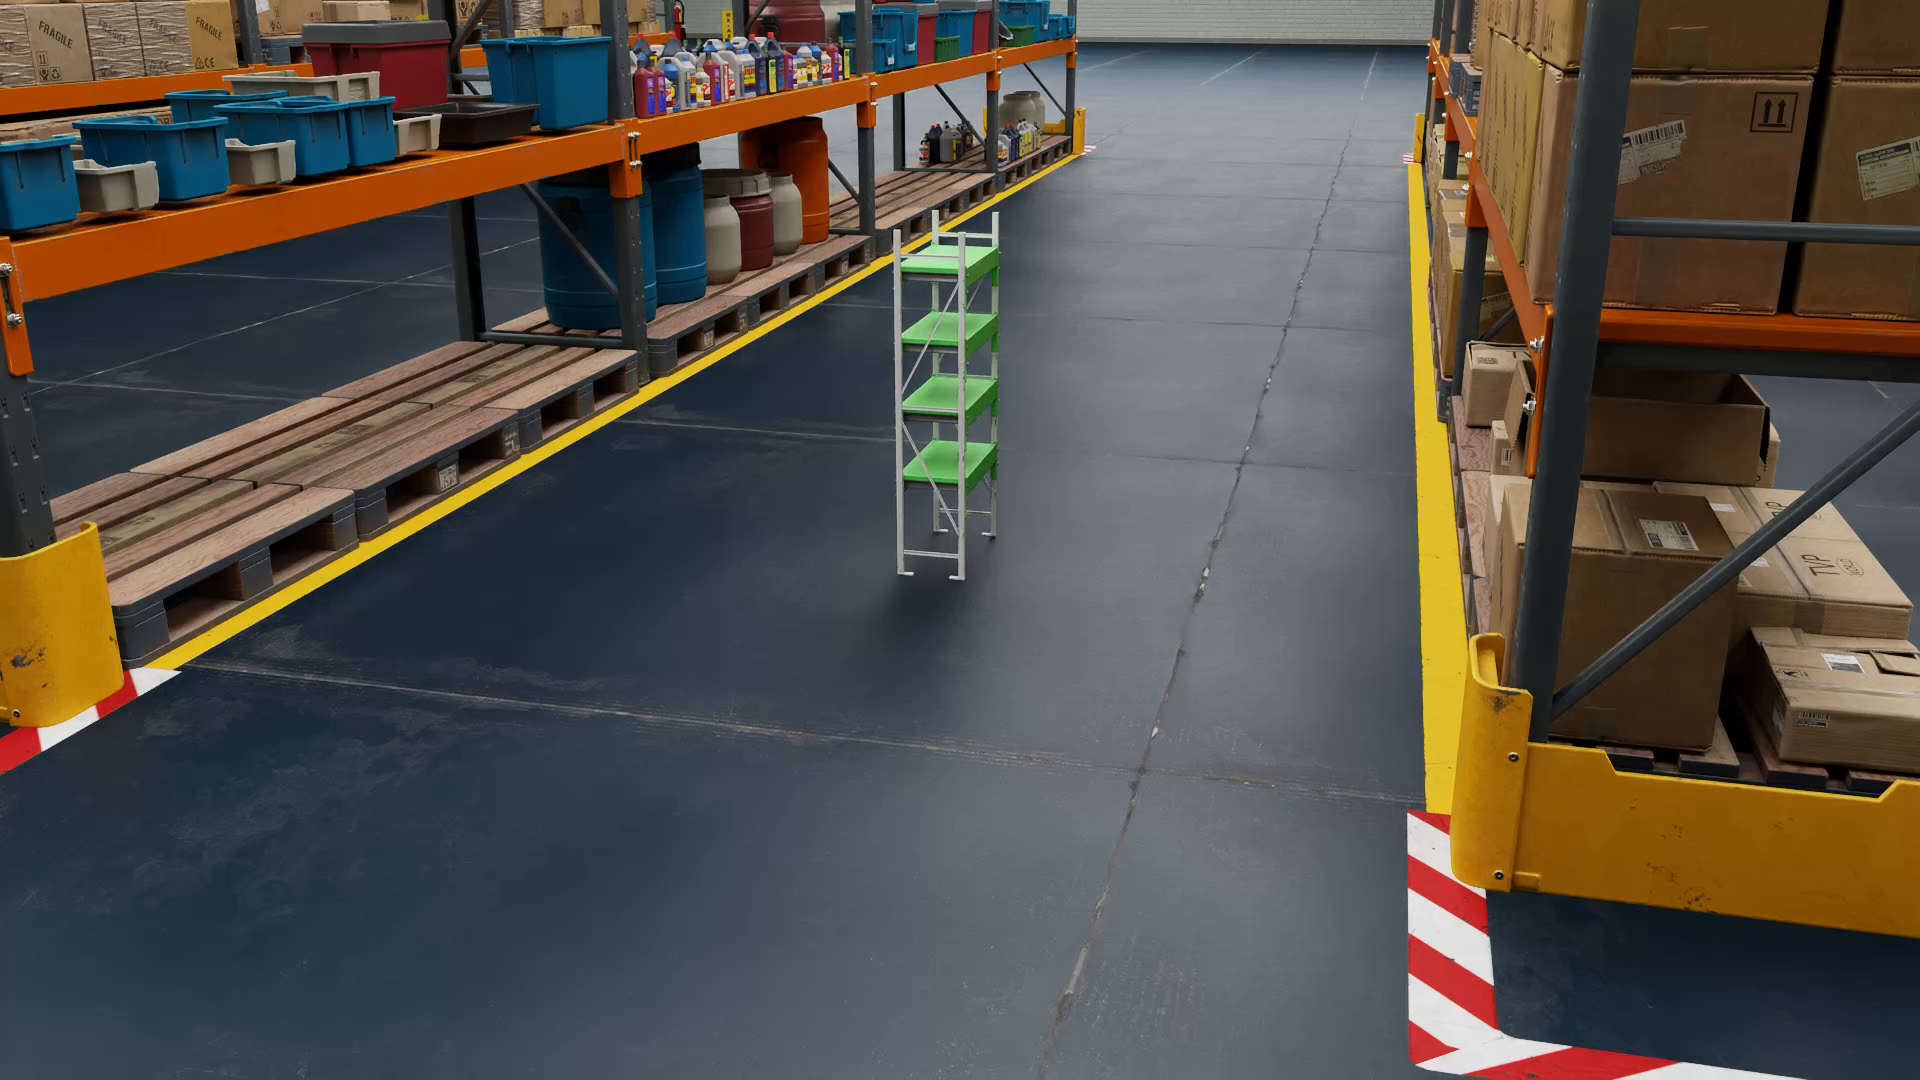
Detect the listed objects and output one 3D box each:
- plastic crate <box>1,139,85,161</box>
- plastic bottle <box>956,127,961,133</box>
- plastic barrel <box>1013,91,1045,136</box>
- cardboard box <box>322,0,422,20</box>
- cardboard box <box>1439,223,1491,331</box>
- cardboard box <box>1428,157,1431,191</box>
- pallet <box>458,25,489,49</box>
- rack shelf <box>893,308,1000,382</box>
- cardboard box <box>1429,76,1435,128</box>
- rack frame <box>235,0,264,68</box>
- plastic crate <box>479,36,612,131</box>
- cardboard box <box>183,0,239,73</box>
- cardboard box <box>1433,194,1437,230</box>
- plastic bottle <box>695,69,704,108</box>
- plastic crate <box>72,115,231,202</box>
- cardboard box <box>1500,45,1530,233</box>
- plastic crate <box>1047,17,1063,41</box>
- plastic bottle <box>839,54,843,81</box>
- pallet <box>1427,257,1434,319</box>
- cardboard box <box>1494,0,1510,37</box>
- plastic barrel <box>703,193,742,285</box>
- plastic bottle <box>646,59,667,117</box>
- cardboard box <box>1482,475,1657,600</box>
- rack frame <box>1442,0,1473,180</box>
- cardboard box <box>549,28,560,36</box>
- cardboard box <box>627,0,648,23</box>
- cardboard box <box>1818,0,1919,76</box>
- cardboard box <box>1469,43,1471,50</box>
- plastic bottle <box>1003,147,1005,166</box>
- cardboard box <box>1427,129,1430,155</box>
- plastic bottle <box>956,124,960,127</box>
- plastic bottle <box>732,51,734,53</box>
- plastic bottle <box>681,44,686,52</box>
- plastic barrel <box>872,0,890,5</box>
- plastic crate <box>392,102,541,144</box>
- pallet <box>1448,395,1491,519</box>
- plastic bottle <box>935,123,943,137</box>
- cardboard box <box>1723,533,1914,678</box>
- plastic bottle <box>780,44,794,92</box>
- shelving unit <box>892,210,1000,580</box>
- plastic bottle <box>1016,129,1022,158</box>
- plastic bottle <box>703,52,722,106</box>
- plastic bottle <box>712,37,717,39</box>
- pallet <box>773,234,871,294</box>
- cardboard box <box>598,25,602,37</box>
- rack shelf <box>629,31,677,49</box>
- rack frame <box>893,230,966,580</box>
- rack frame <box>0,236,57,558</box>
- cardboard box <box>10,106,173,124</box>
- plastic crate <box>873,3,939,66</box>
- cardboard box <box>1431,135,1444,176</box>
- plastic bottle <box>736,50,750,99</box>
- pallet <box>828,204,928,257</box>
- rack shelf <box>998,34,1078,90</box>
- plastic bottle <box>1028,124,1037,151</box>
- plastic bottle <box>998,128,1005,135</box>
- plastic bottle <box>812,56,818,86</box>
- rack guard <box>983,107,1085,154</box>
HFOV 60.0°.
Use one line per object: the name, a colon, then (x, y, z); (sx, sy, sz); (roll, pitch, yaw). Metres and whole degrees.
plastic crate: (-2.962, -1.260, 5.551); (0.396, 0.136, 0.243); (5, 19, 13)
plastic bottle: (-0.029, -4.067, 16.975); (0.061, 0.283, 0.133); (5, 19, 13)
plastic barrel: (0.752, -4.821, 18.860); (0.421, 0.512, 0.421); (0, 19, 0)
cardboard box: (-5.275, -4.846, 14.925); (0.797, 0.503, 0.637); (7, 20, 19)
cardboard box: (2.804, -1.372, 8.751); (0.500, 0.500, 0.500); (5, 19, 14)
cardboard box: (4.325, -3.156, 14.392); (0.500, 0.250, 0.500); (4, 19, 12)
pallet: (-5.269, -4.830, 15.985); (1.003, 0.211, 1.213); (5, 19, 13)
rack shelf: (-0.040, -0.683, 5.785); (0.258, 0.148, 0.480); (5, 19, 13)
cardboard box: (5.174, -4.564, 17.354); (0.500, 0.500, 0.500); (5, 19, 13)
rack frame: (-5.919, -3.895, 12.952); (1.000, 3.000, 0.127); (5, 19, 13)
plastic crate: (-1.876, -2.098, 7.621); (0.392, 0.384, 0.575); (5, 19, 13)
cardboard box: (-5.799, -3.768, 12.425); (0.500, 0.500, 0.500); (5, 20, 15)
cardboard box: (3.701, -2.355, 12.047); (0.500, 0.250, 0.500); (4, 19, 13)
plastic bottle: (-1.443, -2.451, 9.030); (0.097, 0.201, 0.097); (0, 19, 0)
plastic crate: (-2.530, -1.204, 5.237); (0.416, 0.233, 0.300); (5, 19, 13)
cardboard box: (1.828, -1.132, 4.708); (0.500, 0.500, 0.500); (5, 19, 14)
plastic crate: (0.842, -5.558, 18.048); (0.499, 0.251, 0.408); (5, 19, 13)
plastic bottle: (-0.847, -3.215, 11.267); (0.097, 0.201, 0.097); (0, 19, 0)
pallet: (3.467, -1.561, 10.432); (1.003, 0.211, 1.213); (5, 19, 13)
cardboard box: (2.070, -1.930, 5.497); (0.500, 0.500, 0.500); (4, 19, 12)
plastic barrel: (-1.546, -1.833, 10.113); (0.421, 0.512, 0.421); (0, 19, 0)
plastic bottle: (-1.557, -2.318, 8.515); (0.061, 0.283, 0.133); (5, 19, 13)
cardboard box: (1.887, 0.003, 5.111); (0.500, 0.250, 0.500); (5, 19, 13)
rack frame: (3.686, -3.112, 10.658); (1.000, 3.000, 0.127); (5, 19, 13)
cardboard box: (-4.437, -5.311, 17.484); (0.380, 0.149, 0.250); (5, 19, 13)
cardboard box: (-4.131, -6.255, 19.244); (0.875, 0.500, 0.500); (5, 19, 13)
cardboard box: (2.096, -1.243, 3.485); (0.500, 0.500, 0.500); (5, 20, 15)
cardboard box: (4.249, -3.985, 13.603); (0.380, 0.149, 0.250); (5, 19, 13)
plastic bottle: (0.389, -3.739, 16.142); (0.097, 0.201, 0.097); (0, 19, 0)
cardboard box: (5.053, -4.053, 17.016); (0.500, 0.250, 0.500); (5, 19, 13)
plastic bottle: (-0.015, -4.246, 17.519); (0.097, 0.271, 0.097); (0, 19, 0)
plastic bottle: (-1.523, -3.151, 11.080); (0.097, 0.201, 0.097); (0, 19, 0)
plastic bottle: (-1.792, -3.040, 10.646); (0.097, 0.271, 0.097); (0, 19, 0)
plastic barrel: (-0.764, -4.310, 13.955); (0.433, 0.535, 0.433); (0, 19, 0)
plastic crate: (-2.106, -1.777, 7.081); (0.437, 0.125, 0.590); (5, 19, 13)
pallet: (2.540, -0.323, 6.808); (1.003, 0.211, 1.213); (5, 19, 13)
plastic bottle: (-0.214, -3.997, 16.668); (0.144, 0.351, 0.185); (4, 19, 11)
cardboard box: (2.262, 0.184, 4.582); (0.500, 0.250, 0.500); (5, 19, 13)
plastic bottle: (-1.080, -2.930, 10.307); (0.061, 0.283, 0.133); (5, 19, 13)
shelving unit: (-0.040, -0.516, 5.842); (0.258, 1.200, 0.503); (5, 19, 13)
plastic bottle: (0.588, -4.009, 16.805); (0.061, 0.283, 0.133); (6, 20, 16)
plastic bottle: (-1.373, -2.555, 9.207); (0.061, 0.283, 0.133); (5, 19, 13)
plastic bottle: (-1.660, -3.240, 11.212); (0.061, 0.283, 0.133); (5, 19, 13)
pallet: (-1.268, -1.934, 11.524); (1.003, 0.211, 1.213); (5, 19, 13)
cardboard box: (-4.098, -5.700, 18.623); (0.380, 0.149, 0.250); (5, 19, 13)
rack shelf: (-4.453, -5.436, 18.574); (1.077, 0.370, 4.000); (5, 19, 13)
rack frame: (-0.100, -0.439, 5.618); (0.240, 1.200, 0.015); (5, 19, 13)
rack frame: (-3.070, -0.997, 4.465); (1.000, 3.000, 0.127); (5, 19, 13)
cardboard box: (-6.333, -2.595, 11.782); (1.225, 0.875, 0.875); (5, 19, 14)
plastic crate: (-0.424, -4.017, 13.208); (0.402, 0.464, 0.583); (5, 19, 13)
cardboard box: (4.069, -3.100, 13.359); (0.500, 0.311, 0.500); (4, 19, 12)
plastic bottle: (-1.273, -2.702, 9.656); (0.097, 0.271, 0.097); (0, 19, 0)
pallet: (-0.889, -2.424, 12.959); (1.003, 0.211, 1.213); (5, 19, 13)
rack shelf: (0.350, -5.044, 17.428); (1.077, 0.370, 4.000); (5, 19, 13)
plastic bottle: (0.727, -4.244, 17.505); (0.152, 0.276, 0.135); (5, 19, 14)
plastic bottle: (0.461, -4.094, 17.065); (0.152, 0.276, 0.135); (5, 19, 13)
plastic bottle: (-0.975, -3.051, 10.787); (0.097, 0.201, 0.097); (0, 19, 0)
rack guard: (0.866, -4.801, 19.471); (1.175, 0.500, 0.348); (5, 19, 13)
